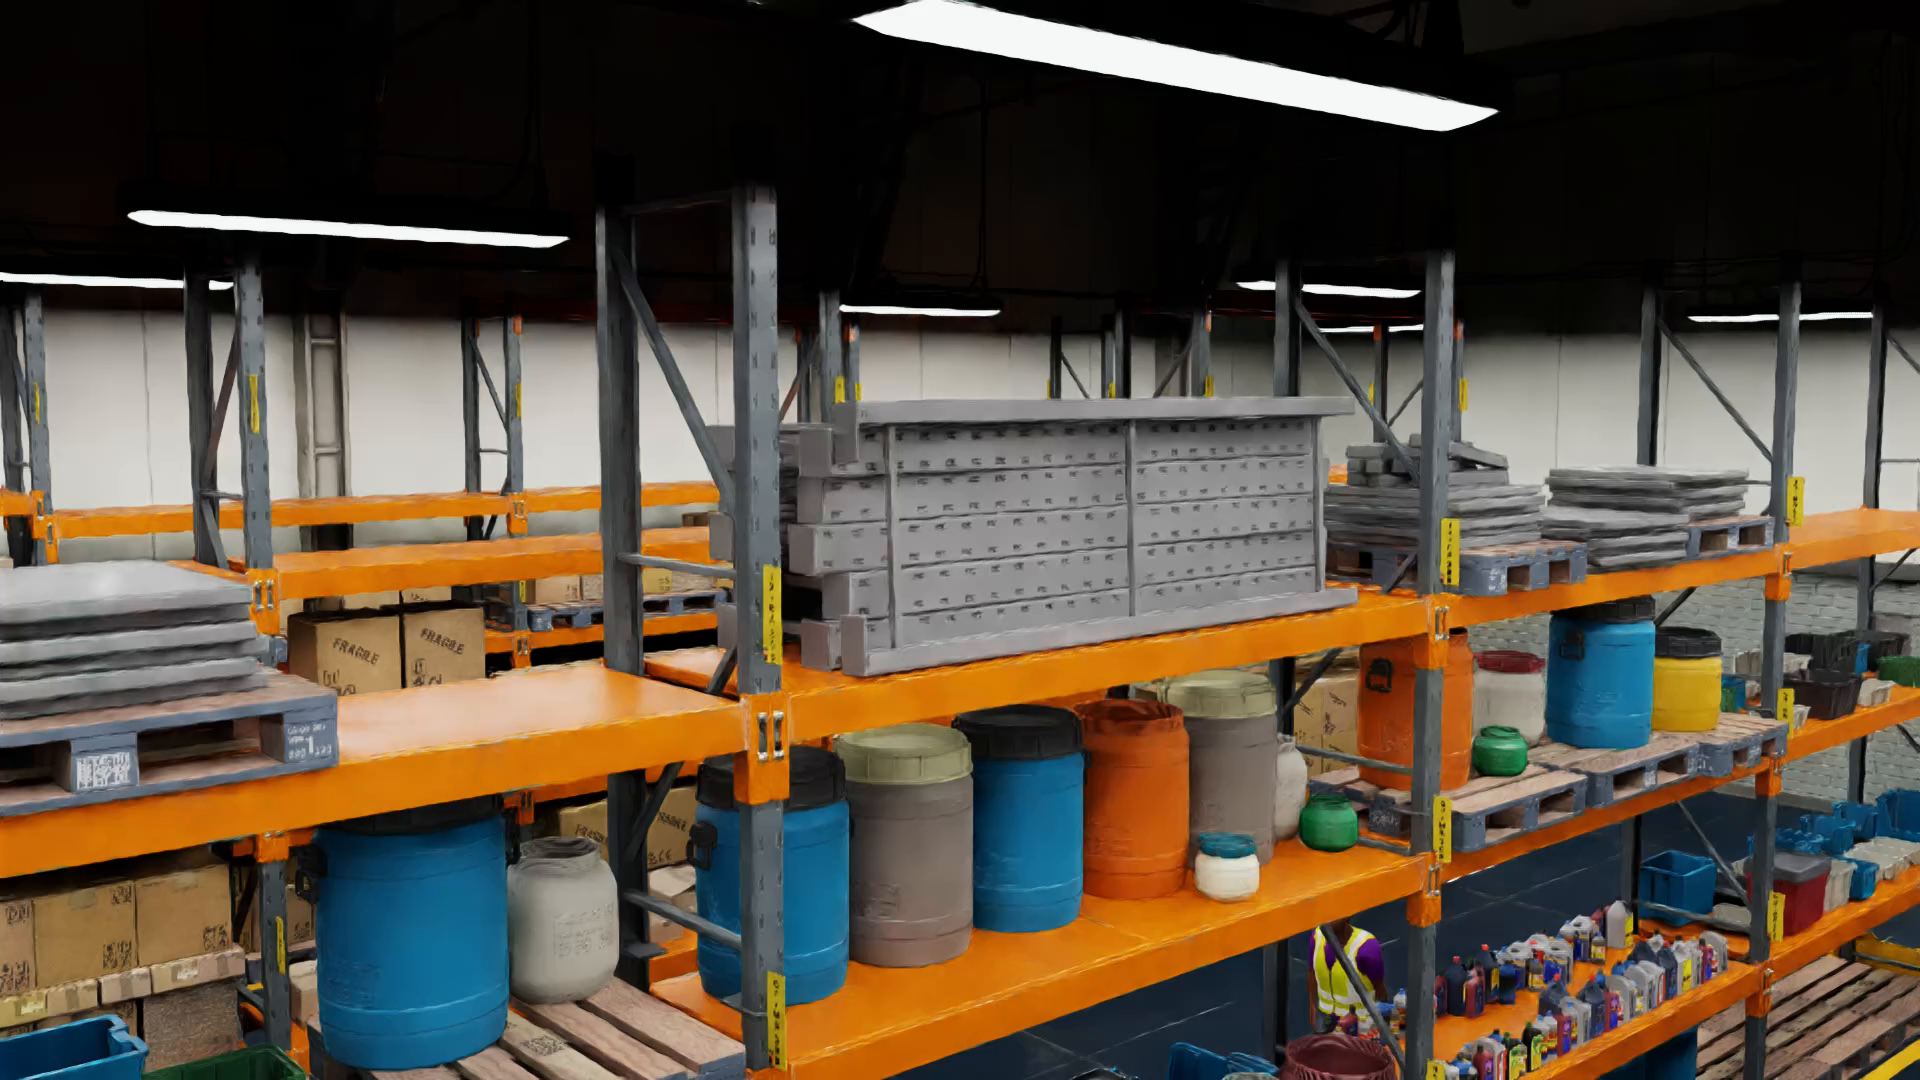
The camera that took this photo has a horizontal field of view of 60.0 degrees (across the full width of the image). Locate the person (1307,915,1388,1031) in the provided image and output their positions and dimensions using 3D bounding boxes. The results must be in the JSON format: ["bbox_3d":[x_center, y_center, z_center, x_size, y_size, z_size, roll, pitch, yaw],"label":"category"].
[{"bbox_3d":[2.614,3.232,11.450,1.121,1.691,0.577,-4,7,-39],"label":"person"}]
